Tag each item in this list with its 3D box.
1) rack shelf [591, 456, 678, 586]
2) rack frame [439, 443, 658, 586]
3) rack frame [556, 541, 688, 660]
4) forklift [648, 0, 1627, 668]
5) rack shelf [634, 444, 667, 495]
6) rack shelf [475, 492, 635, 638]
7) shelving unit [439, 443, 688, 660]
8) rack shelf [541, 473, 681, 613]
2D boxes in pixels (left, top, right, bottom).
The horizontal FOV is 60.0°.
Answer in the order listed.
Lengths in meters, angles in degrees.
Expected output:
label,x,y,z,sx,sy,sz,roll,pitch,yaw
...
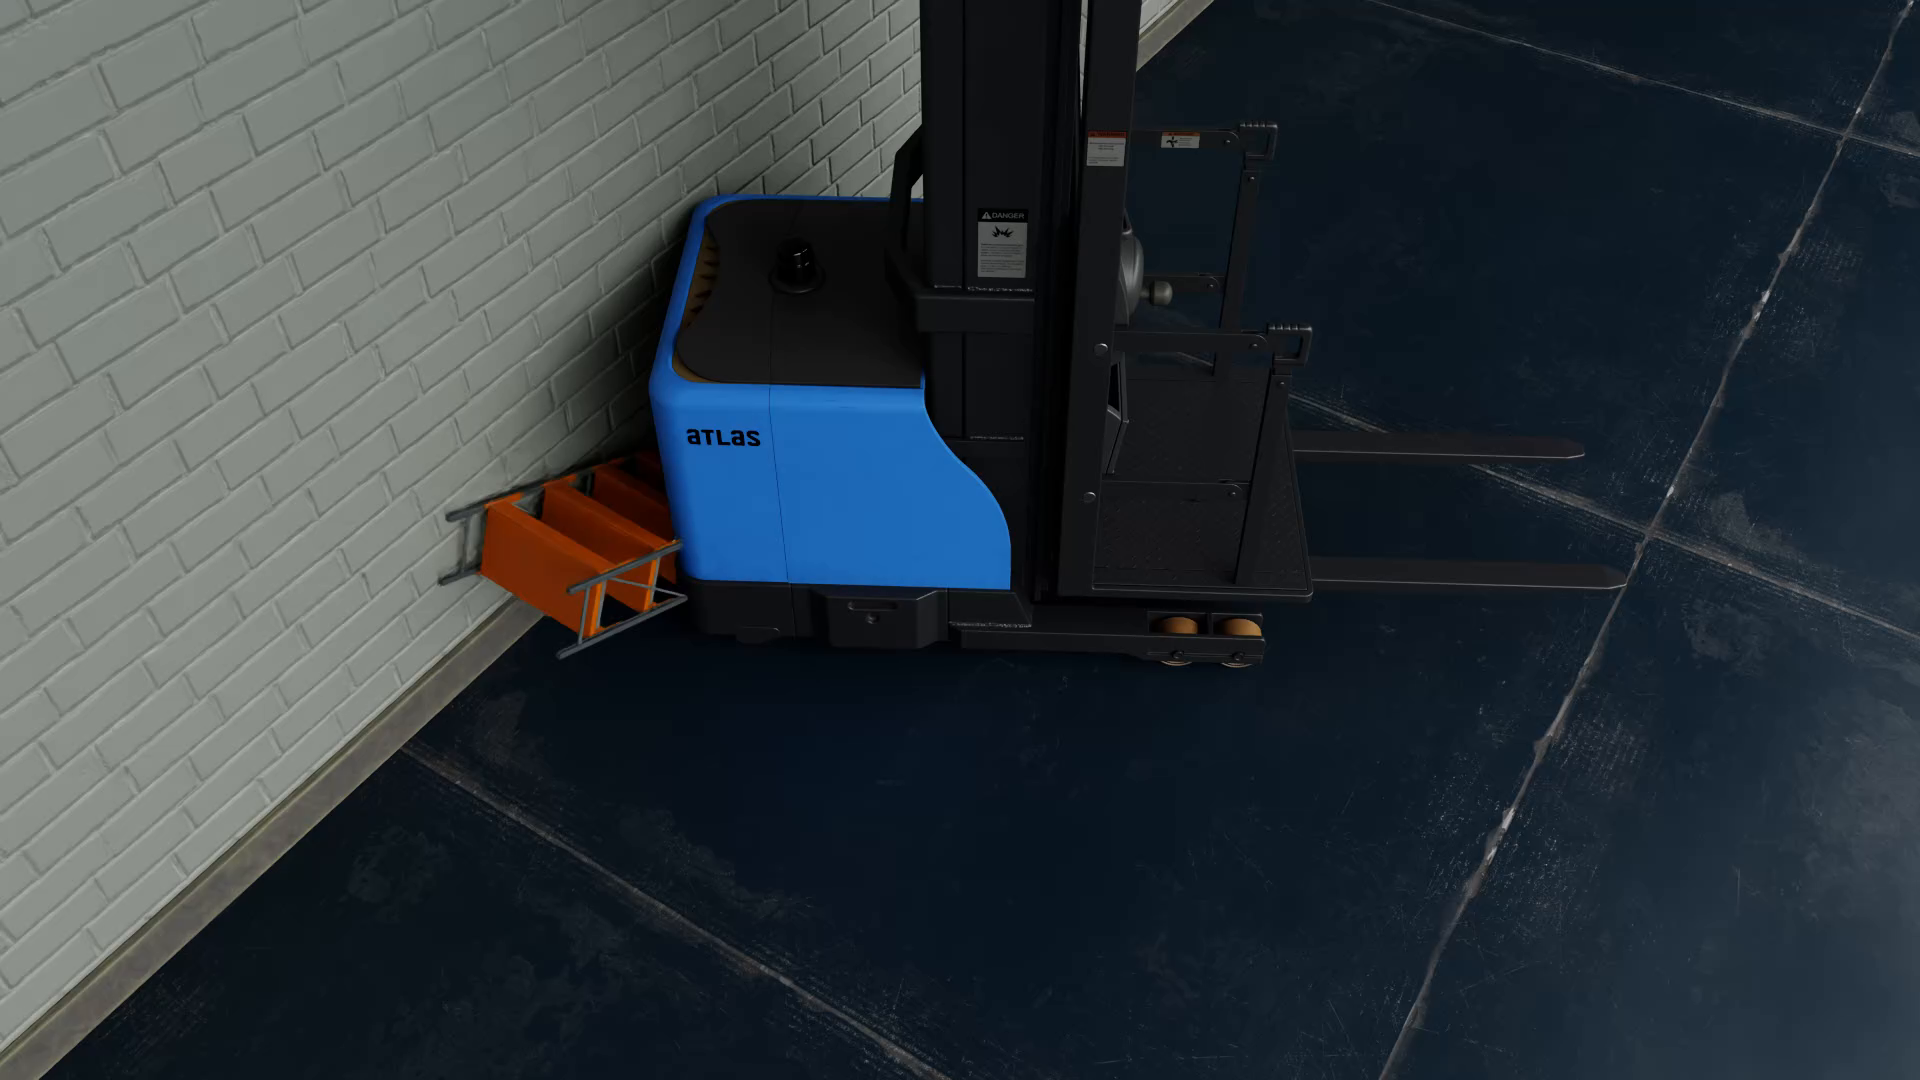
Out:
label,x,y,z,sx,sy,sz,roll,pitch,yaw
rack shelf,-0.985,-0.048,5.394,0.480,0.258,0.148,28,29,23
rack frame,-1.220,-0.133,5.435,0.015,0.240,1.200,28,29,23
rack frame,-0.821,0.074,5.245,0.015,0.240,1.200,28,29,23
forklift,0.628,-1.003,4.681,3.031,2.935,1.130,2,46,2
rack shelf,-0.880,-0.103,5.553,0.480,0.258,0.148,28,29,23
rack shelf,-1.227,0.080,5.024,0.480,0.258,0.148,28,29,23
shelving unit,-1.020,-0.029,5.340,0.503,0.258,1.200,28,29,23
rack shelf,-1.103,0.014,5.214,0.480,0.258,0.148,28,29,23
